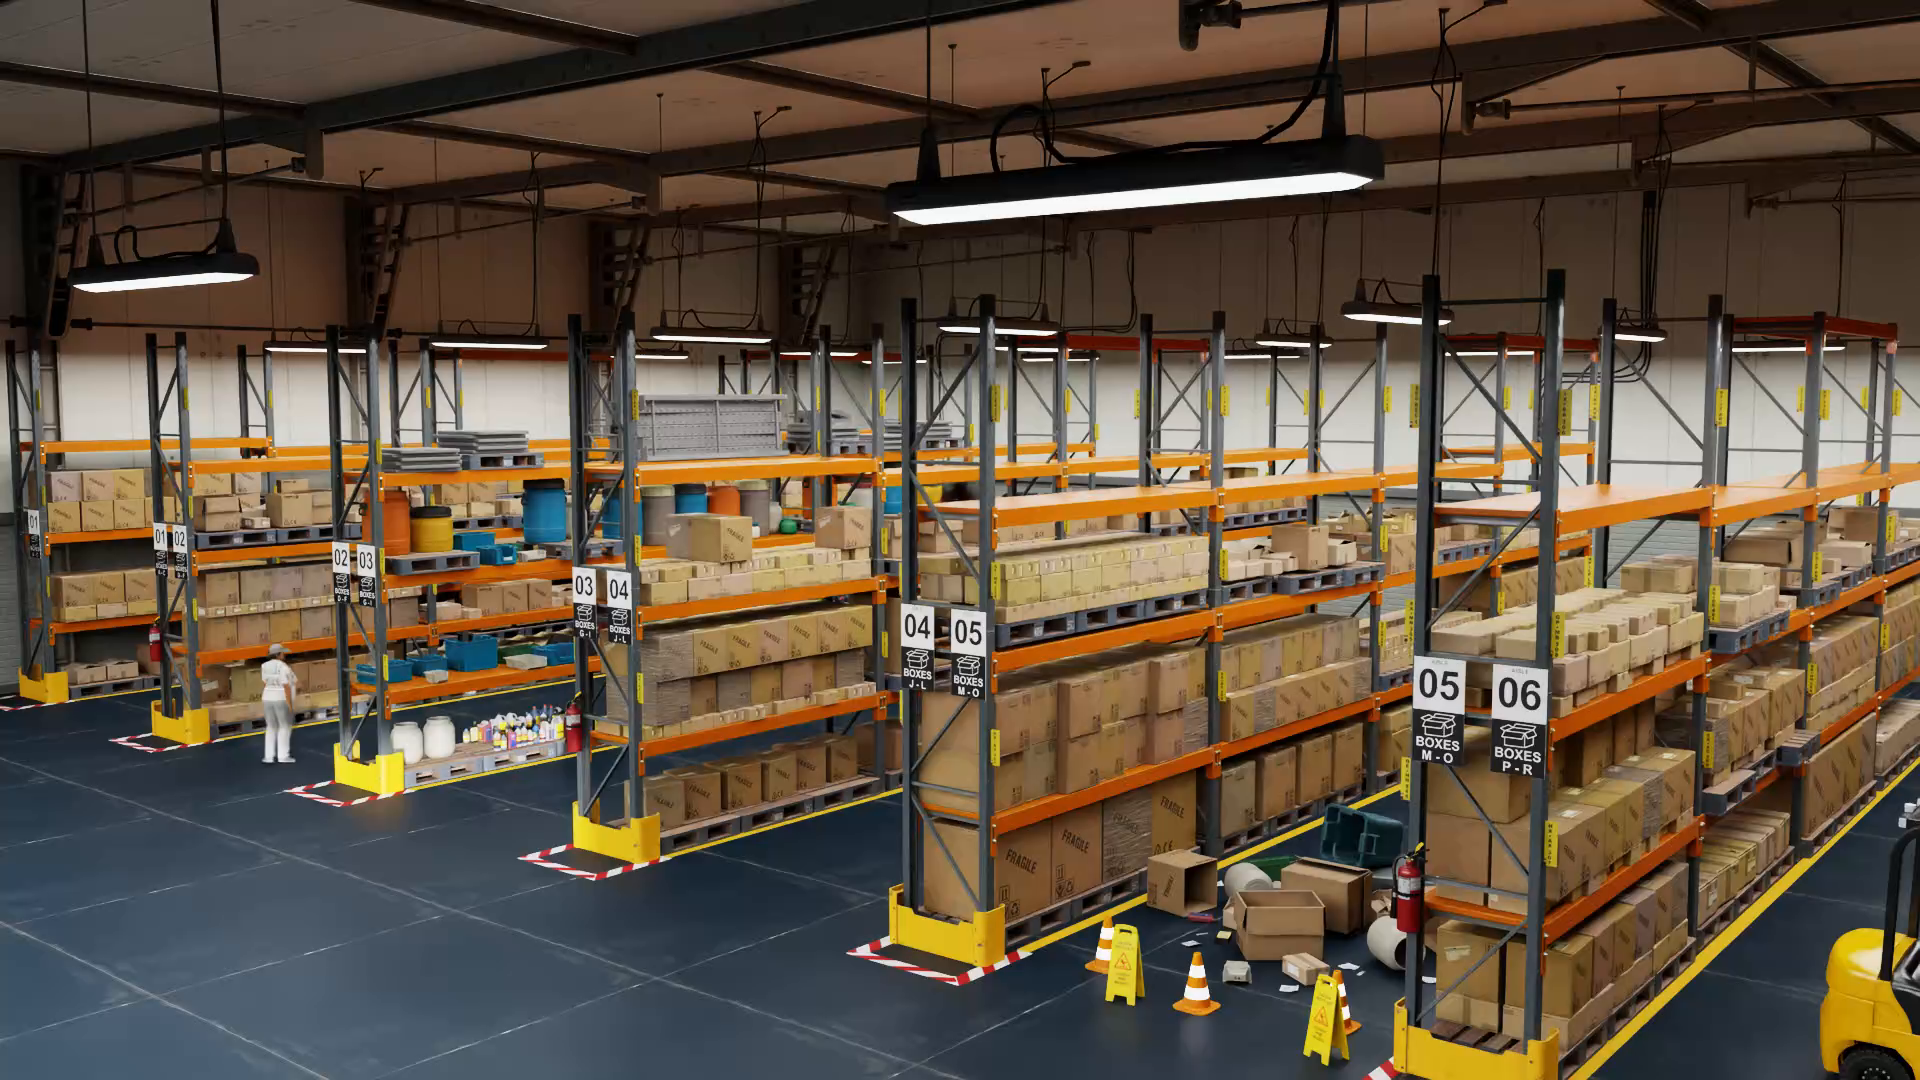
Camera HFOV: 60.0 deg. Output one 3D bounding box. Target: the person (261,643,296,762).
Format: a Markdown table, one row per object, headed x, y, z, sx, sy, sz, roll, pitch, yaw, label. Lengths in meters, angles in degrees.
| x | y | z | sx | sy | sz | roll | pitch | yaw | label |
| --- | --- | --- | --- | --- | --- | --- | --- | --- | --- |
| -9.458 | 2.267 | 23.085 | 0.527 | 1.683 | 0.405 | 2 | 6 | 22 | person |
